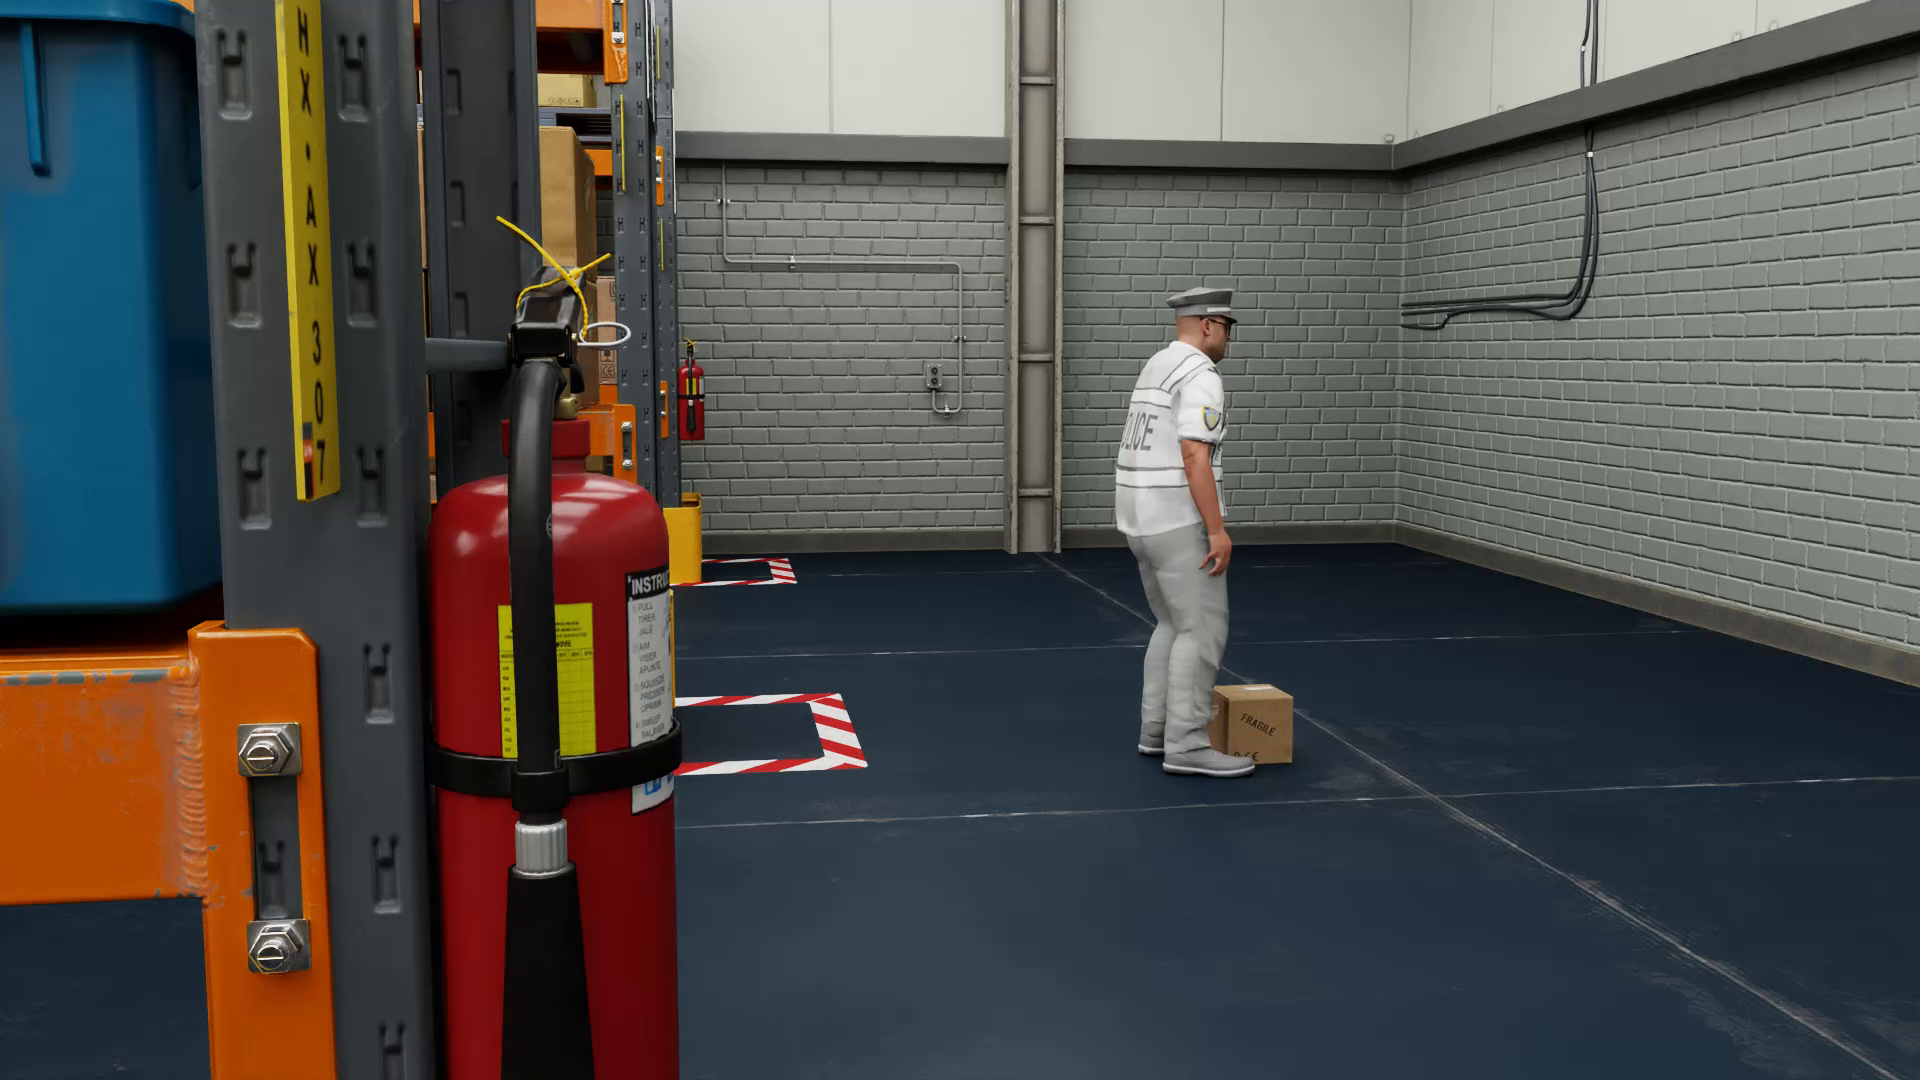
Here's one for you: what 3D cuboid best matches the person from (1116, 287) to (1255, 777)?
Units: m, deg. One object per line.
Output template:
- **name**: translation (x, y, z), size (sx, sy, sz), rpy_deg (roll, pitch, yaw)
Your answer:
- **person**: translation (0.807, -0.048, 6.103), size (0.436, 1.747, 0.605), rpy_deg (-1, 7, -12)
